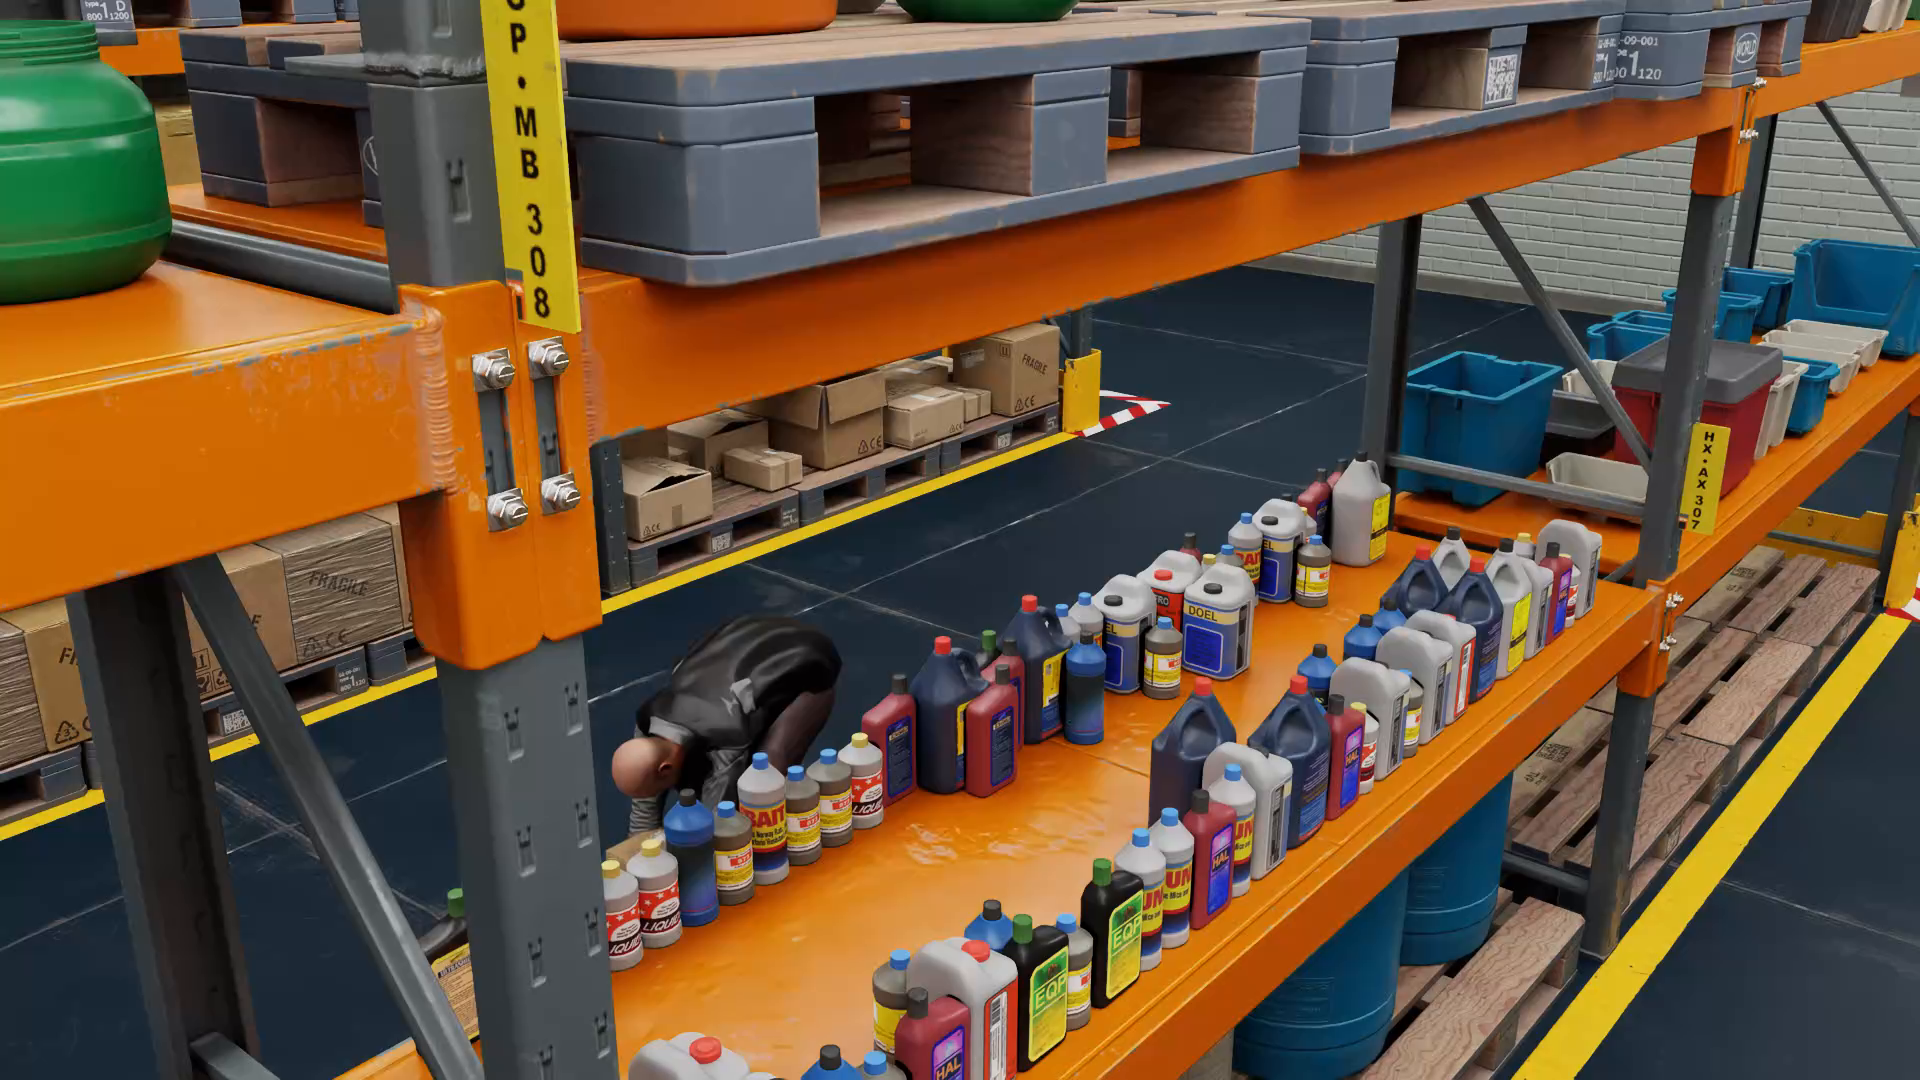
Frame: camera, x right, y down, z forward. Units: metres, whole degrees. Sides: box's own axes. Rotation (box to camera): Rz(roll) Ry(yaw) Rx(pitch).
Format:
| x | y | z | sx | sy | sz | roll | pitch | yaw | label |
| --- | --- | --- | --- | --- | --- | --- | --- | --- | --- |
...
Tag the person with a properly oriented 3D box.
| x | y | z | sx | sy | sz | roll | pitch | yaw | label |
| --- | --- | --- | --- | --- | --- | --- | --- | --- | --- |
| -0.804 | 0.762 | 5.694 | 0.519 | 0.922 | 0.947 | 14 | 24 | 34 | person |
